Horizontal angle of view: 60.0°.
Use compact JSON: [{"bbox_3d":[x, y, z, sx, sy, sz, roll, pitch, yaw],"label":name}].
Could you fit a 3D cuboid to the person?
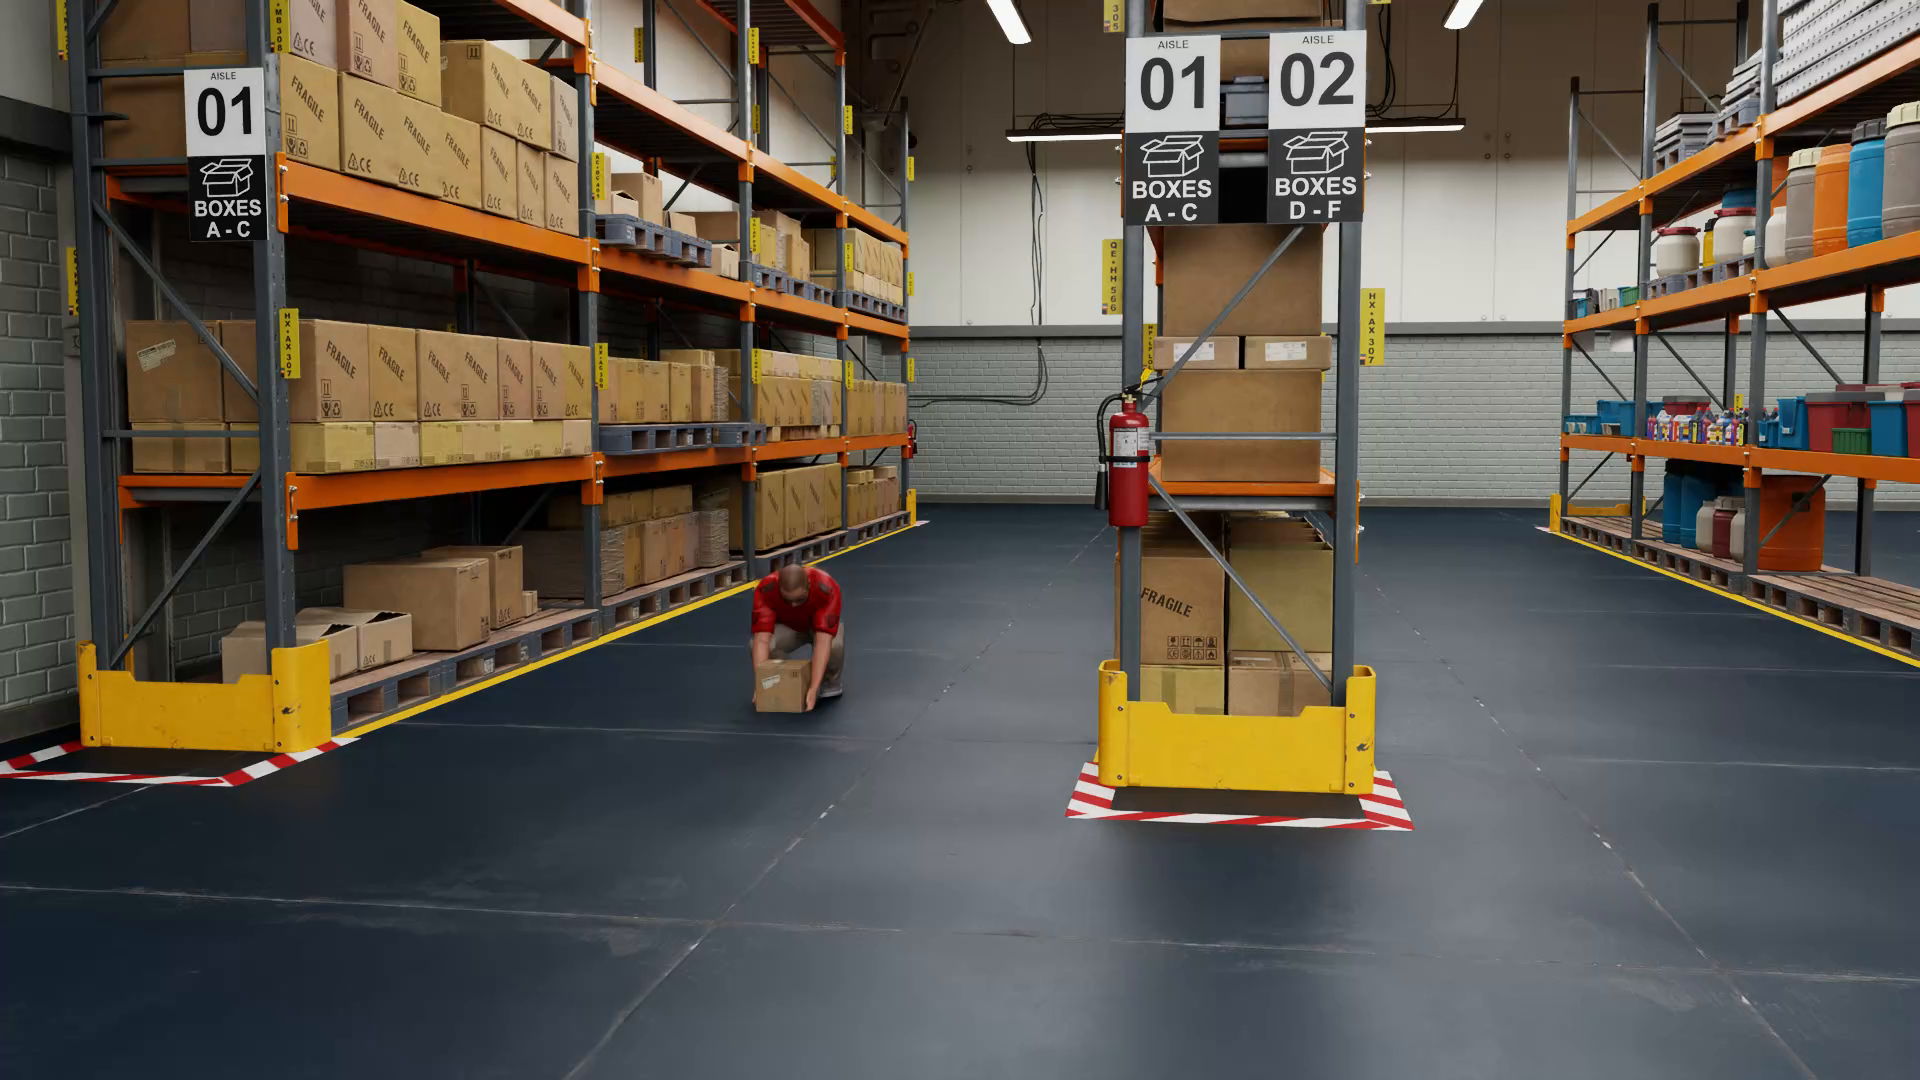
[{"bbox_3d":[-0.878,0.030,9.430,0.493,1.712,0.537,1,4,9],"label":"person"}]
